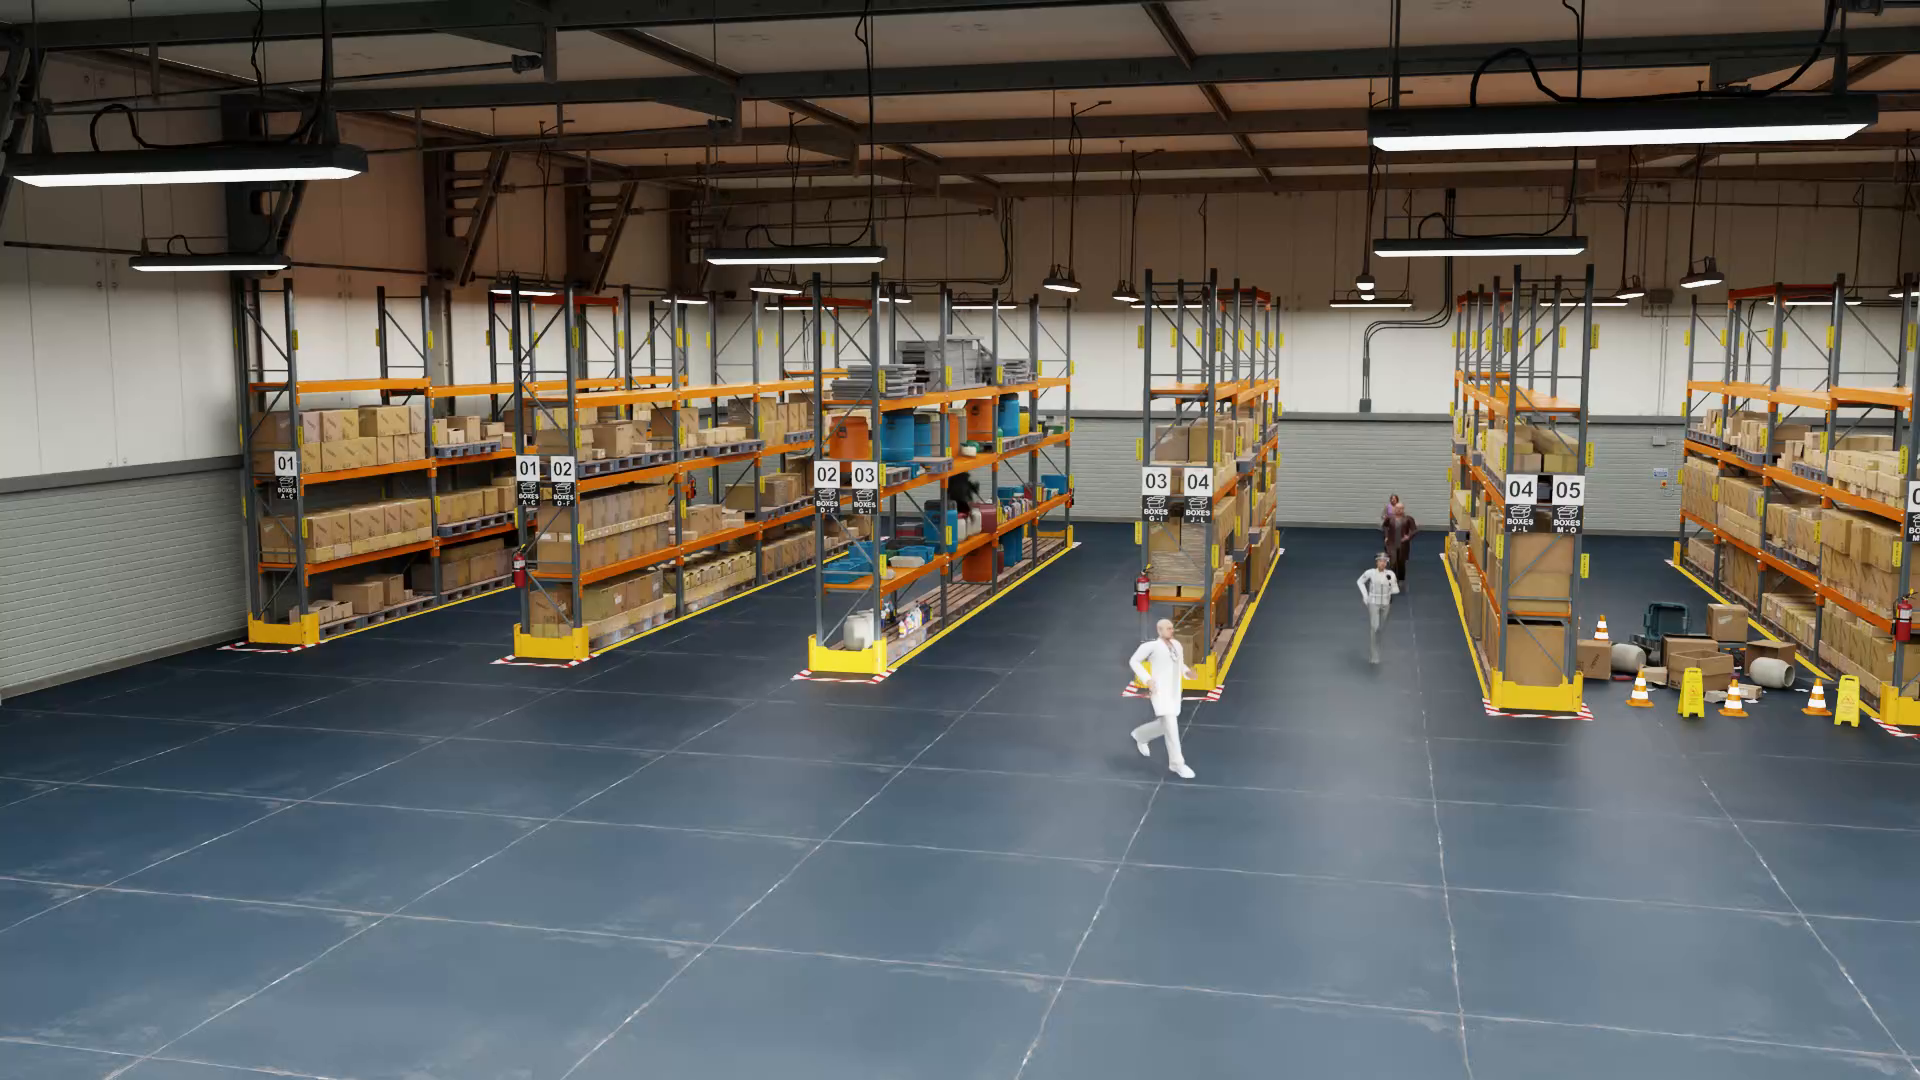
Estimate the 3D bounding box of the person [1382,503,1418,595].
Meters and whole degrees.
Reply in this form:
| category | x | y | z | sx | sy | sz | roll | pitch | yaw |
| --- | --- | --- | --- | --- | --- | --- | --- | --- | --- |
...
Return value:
| category | x | y | z | sx | sy | sz | roll | pitch | yaw |
| --- | --- | --- | --- | --- | --- | --- | --- | --- | --- |
| person | 8.758 | 0.147 | 33.175 | 0.712 | 1.799 | 0.994 | 2 | 7 | 19 |

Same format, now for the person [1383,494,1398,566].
| category | x | y | z | sx | sy | sz | roll | pitch | yaw |
| --- | --- | --- | --- | --- | --- | --- | --- | --- | --- |
| person | 9.675 | -0.232 | 37.214 | 0.460 | 1.627 | 0.729 | 2 | 7 | 20 |

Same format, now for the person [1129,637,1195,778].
| category | x | y | z | sx | sy | sz | roll | pitch | yaw |
| --- | --- | --- | --- | --- | --- | --- | --- | --- | --- |
| person | 2.385 | 1.910 | 19.376 | 0.710 | 1.581 | 0.971 | -6 | 9 | -42 |

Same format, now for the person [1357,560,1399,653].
| category | x | y | z | sx | sy | sz | roll | pitch | yaw |
| --- | --- | --- | --- | --- | --- | --- | --- | --- | --- |
| person | 6.566 | 0.986 | 26.039 | 0.595 | 1.541 | 0.736 | 0 | 7 | -2 |
